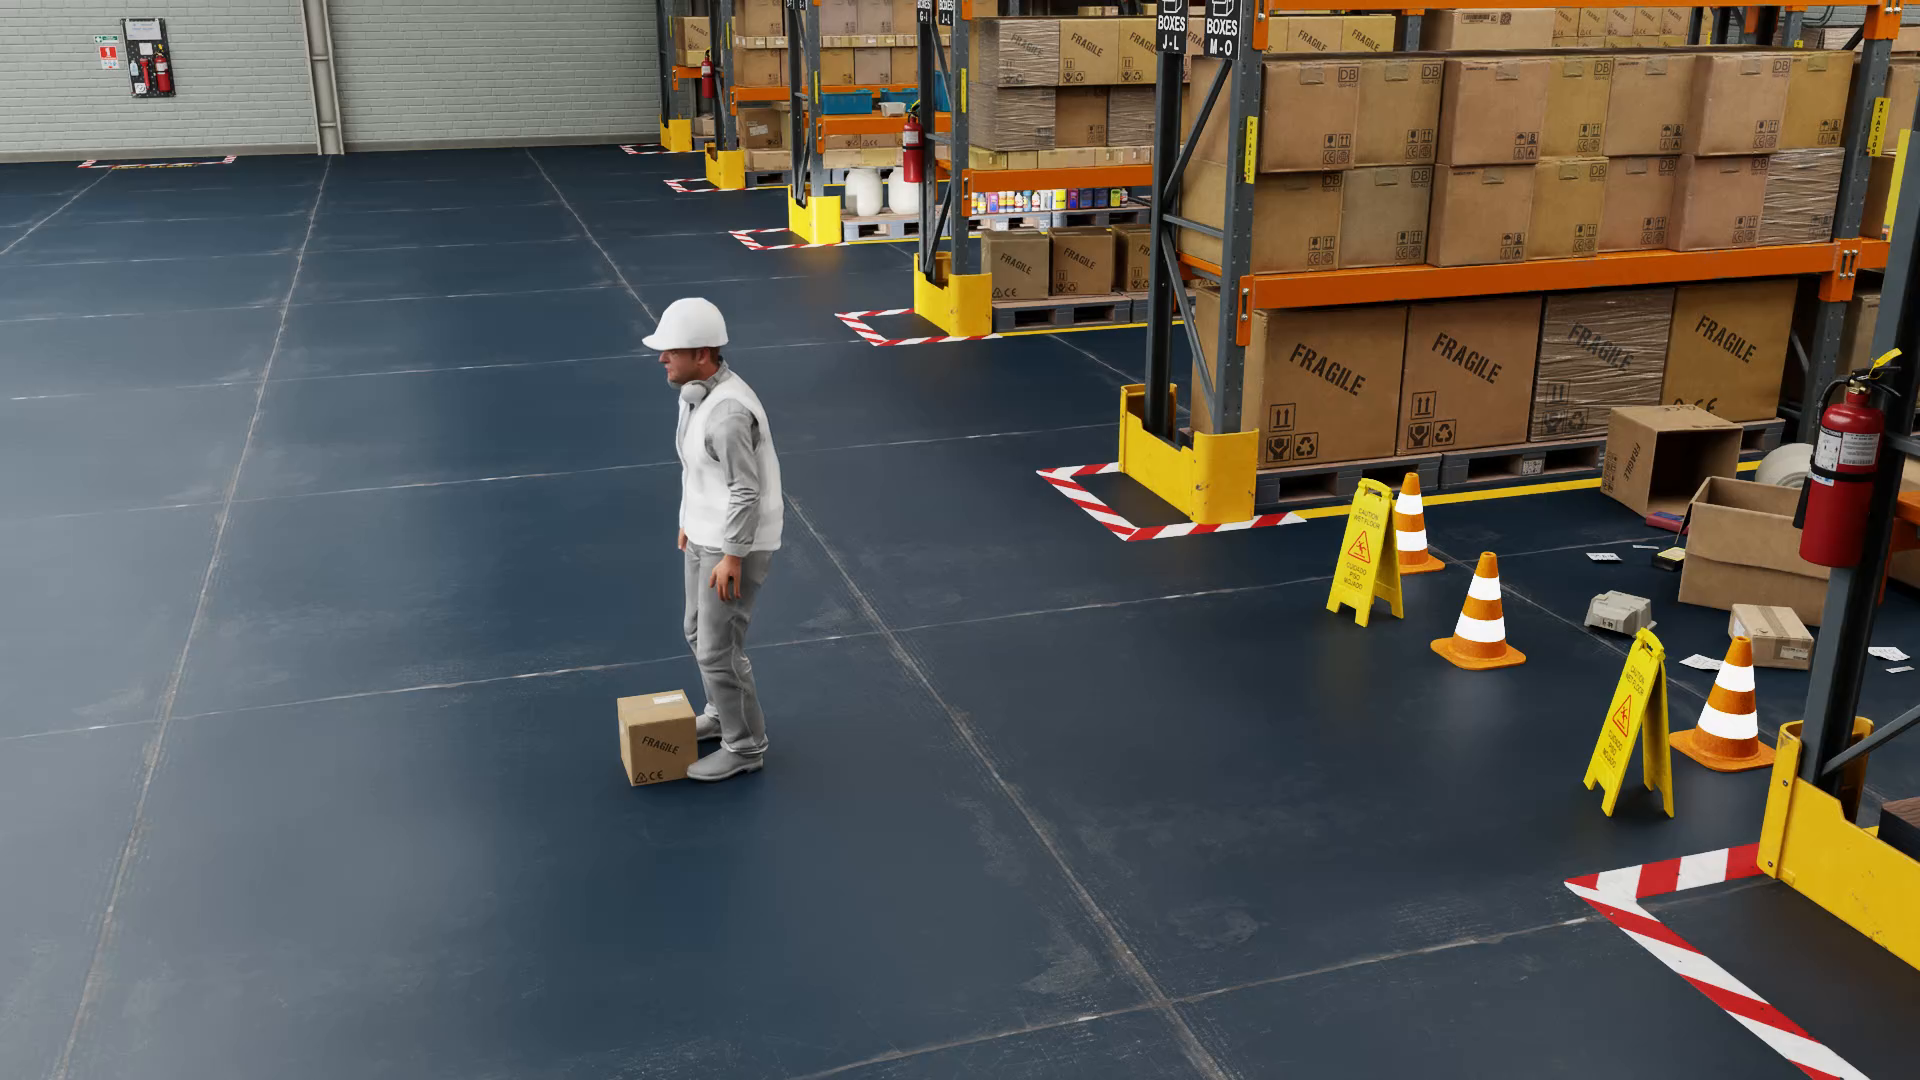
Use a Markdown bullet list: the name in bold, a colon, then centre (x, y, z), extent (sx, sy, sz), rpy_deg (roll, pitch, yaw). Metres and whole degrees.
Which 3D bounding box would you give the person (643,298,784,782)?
- **person**: centre (-0.881, -0.007, 6.046), extent (0.461, 1.772, 0.594), rpy_deg (-7, 20, -20)
